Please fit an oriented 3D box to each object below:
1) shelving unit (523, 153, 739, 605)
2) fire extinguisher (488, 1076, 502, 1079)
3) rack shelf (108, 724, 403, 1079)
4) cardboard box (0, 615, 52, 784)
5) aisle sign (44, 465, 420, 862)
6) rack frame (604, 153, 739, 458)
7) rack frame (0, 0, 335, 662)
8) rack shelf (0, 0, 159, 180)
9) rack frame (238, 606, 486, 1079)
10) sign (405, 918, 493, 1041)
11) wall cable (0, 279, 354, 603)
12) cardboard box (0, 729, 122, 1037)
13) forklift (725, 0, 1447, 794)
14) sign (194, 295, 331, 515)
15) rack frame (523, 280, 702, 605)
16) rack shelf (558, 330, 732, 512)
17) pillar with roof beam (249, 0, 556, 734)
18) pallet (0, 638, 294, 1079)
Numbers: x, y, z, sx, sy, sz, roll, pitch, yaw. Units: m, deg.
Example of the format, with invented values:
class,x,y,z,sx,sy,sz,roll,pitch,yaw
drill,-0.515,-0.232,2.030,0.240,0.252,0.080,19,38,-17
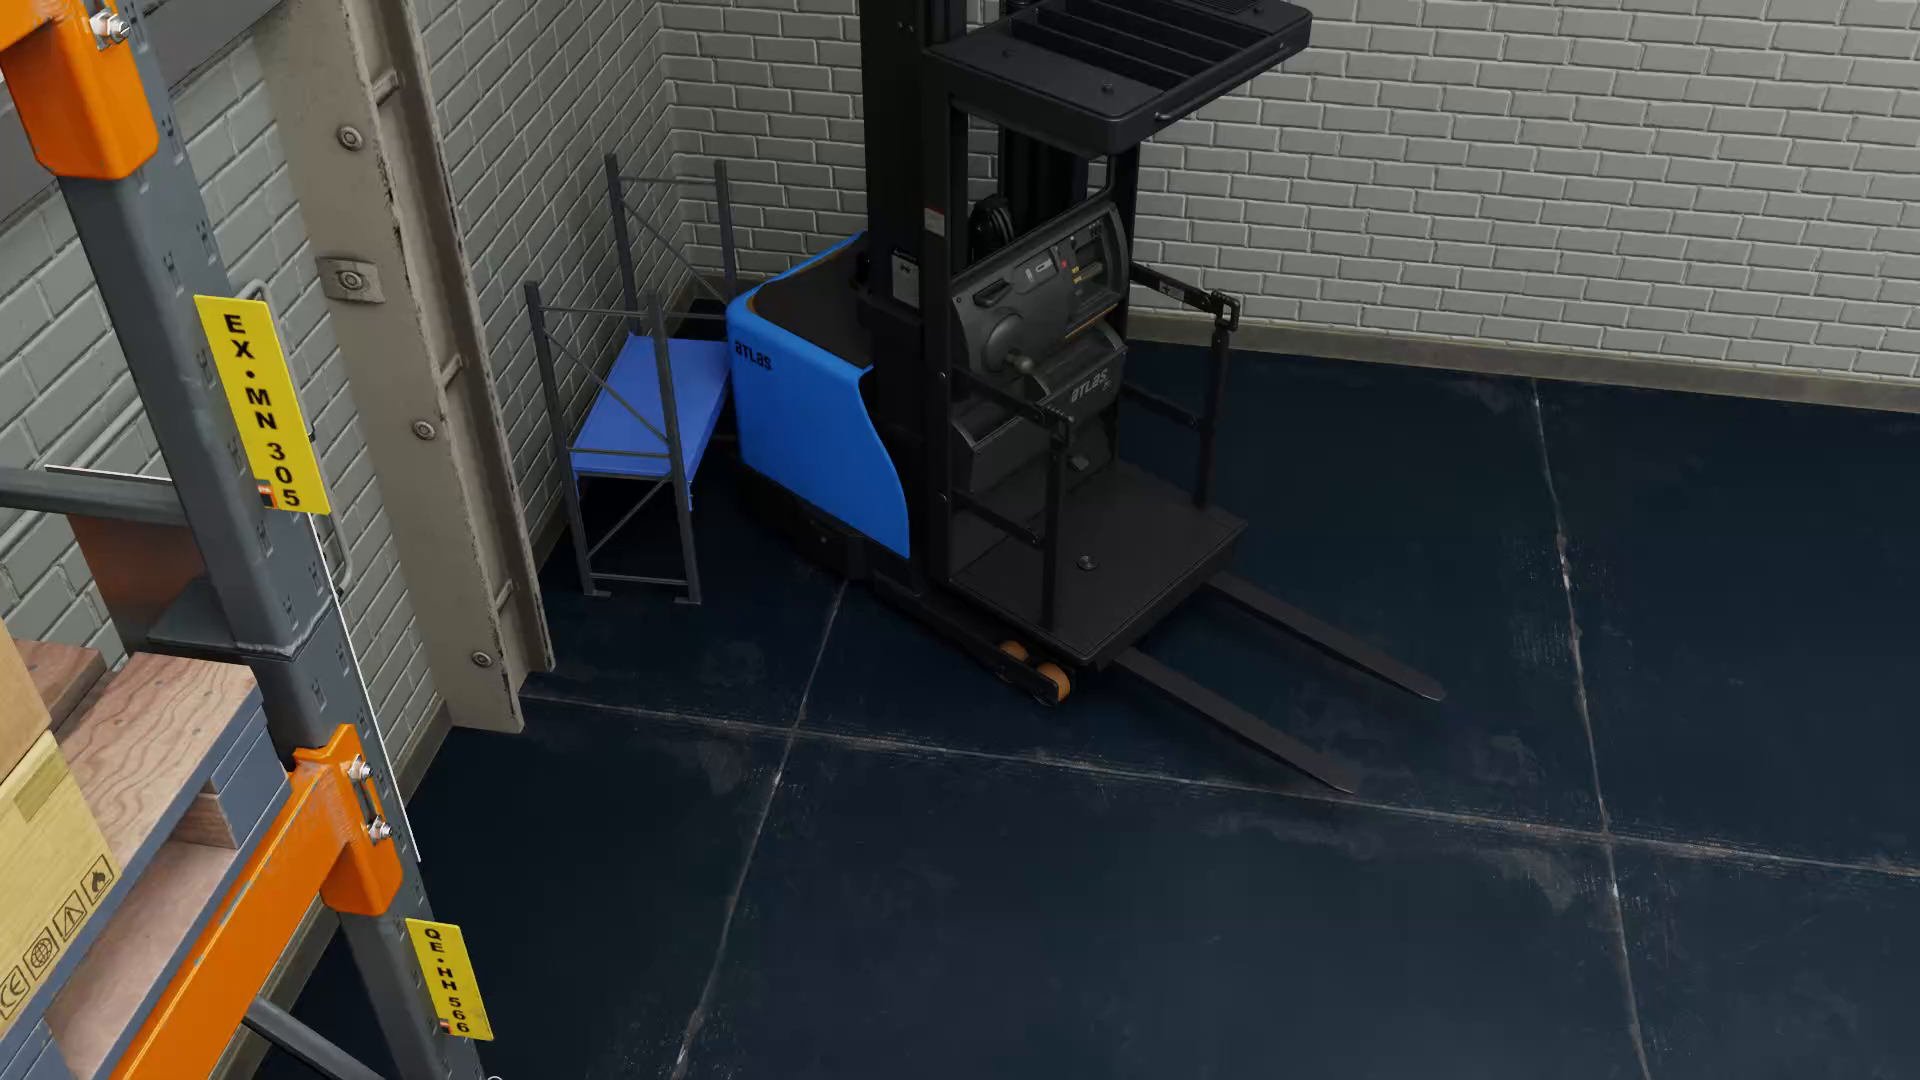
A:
class,x,y,z,sx,sy,sz,roll,pitch,yaw
shelving unit,-1.266,-0.657,6.867,0.538,1.500,1.048,4,40,5
fire extinguisher,-0.936,1.363,3.601,0.296,0.674,0.183,6,40,8
rack shelf,-1.762,1.609,1.160,1.077,0.370,4.000,6,40,8
cardboard box,-1.274,0.135,1.500,0.500,0.500,0.500,6,40,8
aisle sign,-1.108,0.219,2.591,0.394,0.787,0.004,6,40,8
rack frame,-1.204,-0.979,7.256,0.500,1.500,0.032,4,40,5
rack frame,-1.416,-1.079,1.493,1.000,3.000,0.127,6,40,8
rack shelf,-1.762,0.607,0.332,1.077,0.370,4.000,6,40,8
rack frame,-1.416,1.233,3.405,1.000,3.000,0.127,6,40,8
sign,-0.884,0.764,2.877,0.100,0.325,0.005,6,40,8
wall cable,-2.126,-0.067,4.179,0.084,1.984,1.851,6,40,8
cardboard box,-1.281,0.423,1.740,0.500,0.250,0.500,8,40,9
forklift,0.466,-0.867,5.998,3.031,2.935,1.130,29,48,31
sign,-0.884,-0.165,2.109,0.100,0.325,0.005,6,40,8
rack frame,-1.328,-0.336,6.479,0.500,1.500,0.032,4,40,5
rack shelf,-1.266,-0.519,6.982,0.538,0.185,1.000,4,40,5
pillar with roof beam,2.439,-2.394,3.084,9.100,9.000,0.400,6,40,8
pallet,-1.534,0.578,1.913,1.003,0.211,1.213,6,40,8
